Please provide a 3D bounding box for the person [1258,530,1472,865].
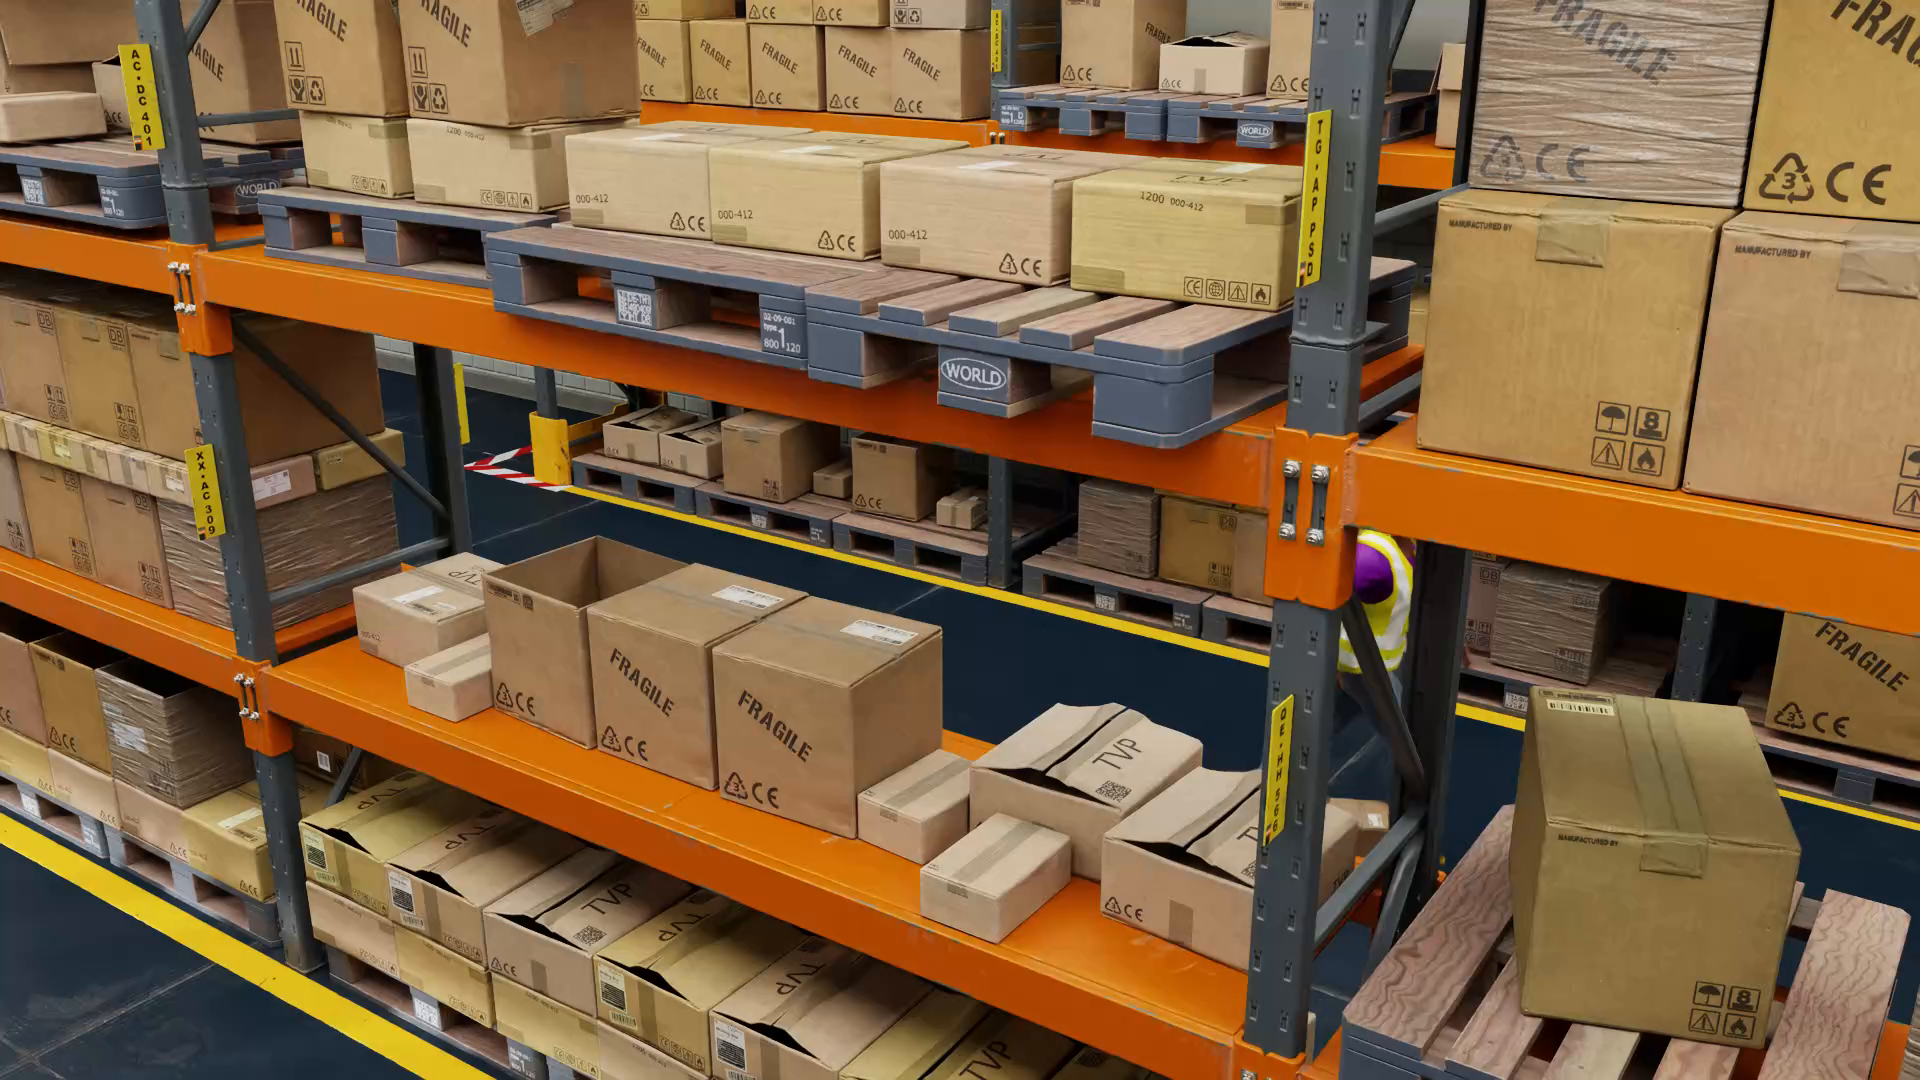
[{"bbox_3d":[1.741,0.546,7.159,0.956,1.780,0.719,8,21,22],"label":"person"}]
